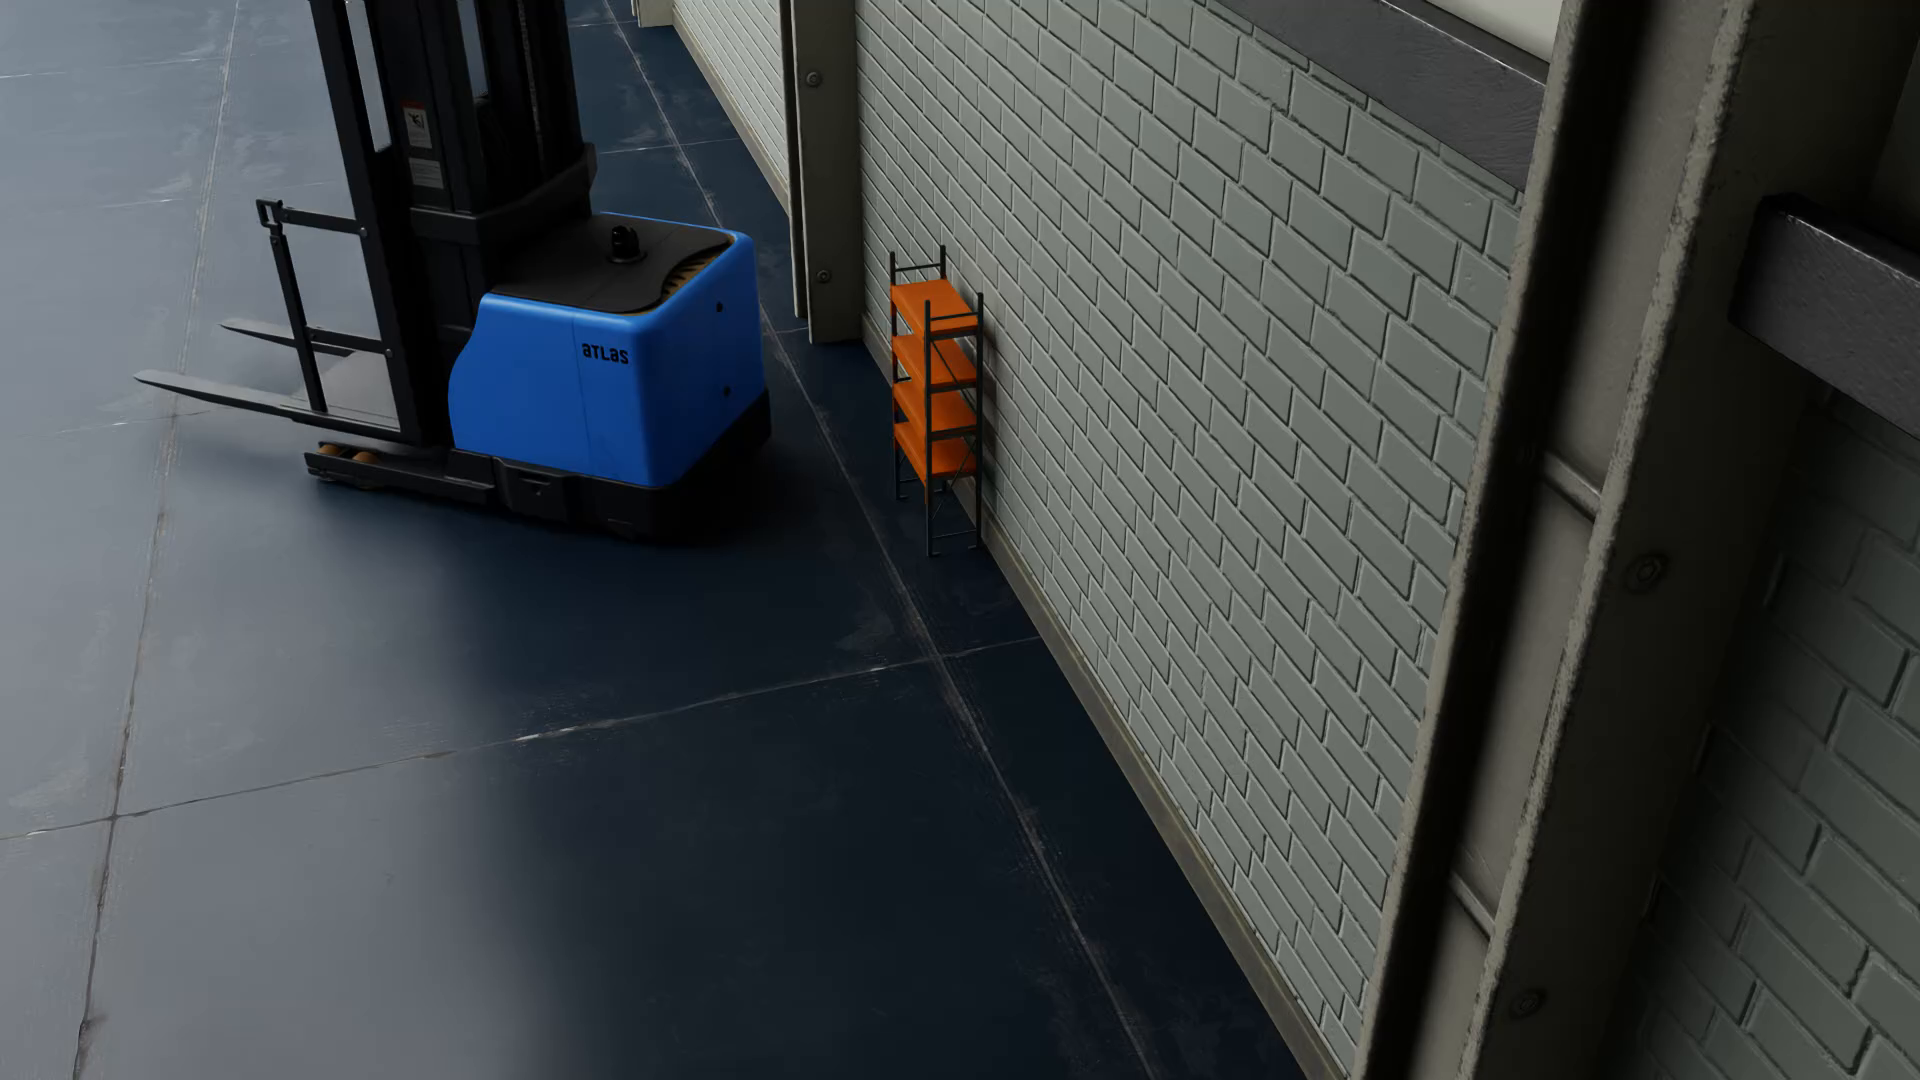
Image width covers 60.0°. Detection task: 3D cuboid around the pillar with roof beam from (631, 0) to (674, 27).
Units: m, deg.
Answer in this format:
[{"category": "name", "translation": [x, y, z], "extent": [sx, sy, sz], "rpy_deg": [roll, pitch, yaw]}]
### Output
[{"category": "pillar with roof beam", "translation": [-6.630, -7.348, 10.207], "extent": [9.100, 9.000, 0.400], "rpy_deg": [-10, 35, -15]}]

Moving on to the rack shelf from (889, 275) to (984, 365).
[{"category": "rack shelf", "translation": [-0.100, -0.908, 6.822], "extent": [0.258, 0.148, 0.480], "rpy_deg": [-10, 35, -15]}]

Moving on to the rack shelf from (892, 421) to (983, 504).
[{"category": "rack shelf", "translation": [-0.101, -0.358, 7.185], "extent": [0.258, 0.148, 0.480], "rpy_deg": [-10, 35, -15]}]

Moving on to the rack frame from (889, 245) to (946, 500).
[{"category": "rack frame", "translation": [-0.177, -0.708, 7.232], "extent": [0.240, 1.200, 0.015], "rpy_deg": [-10, 35, -15]}]

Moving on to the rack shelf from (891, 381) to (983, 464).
[{"category": "rack shelf", "translation": [-0.101, -0.524, 7.076], "extent": [0.258, 0.148, 0.480], "rpy_deg": [-10, 35, -15]}]

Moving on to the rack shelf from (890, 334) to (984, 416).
[{"category": "rack shelf", "translation": [-0.100, -0.710, 6.953], "extent": [0.258, 0.148, 0.480], "rpy_deg": [-10, 35, -15]}]

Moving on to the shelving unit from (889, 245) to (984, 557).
[{"category": "shelving unit", "translation": [-0.101, -0.580, 7.039], "extent": [0.258, 1.200, 0.503], "rpy_deg": [-10, 35, -15]}]

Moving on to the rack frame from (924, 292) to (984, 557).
[{"category": "rack frame", "translation": [-0.024, -0.452, 6.845], "extent": [0.240, 1.200, 0.015], "rpy_deg": [-10, 35, -15]}]

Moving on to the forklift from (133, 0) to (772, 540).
[{"category": "forklift", "translation": [-2.466, -1.716, 7.188], "extent": [3.031, 2.935, 1.130], "rpy_deg": [11, 35, 17]}]

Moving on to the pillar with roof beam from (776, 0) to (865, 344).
[{"category": "pillar with roof beam", "translation": [-4.800, -4.197, 5.440], "extent": [9.100, 9.000, 0.400], "rpy_deg": [-10, 35, -15]}]
